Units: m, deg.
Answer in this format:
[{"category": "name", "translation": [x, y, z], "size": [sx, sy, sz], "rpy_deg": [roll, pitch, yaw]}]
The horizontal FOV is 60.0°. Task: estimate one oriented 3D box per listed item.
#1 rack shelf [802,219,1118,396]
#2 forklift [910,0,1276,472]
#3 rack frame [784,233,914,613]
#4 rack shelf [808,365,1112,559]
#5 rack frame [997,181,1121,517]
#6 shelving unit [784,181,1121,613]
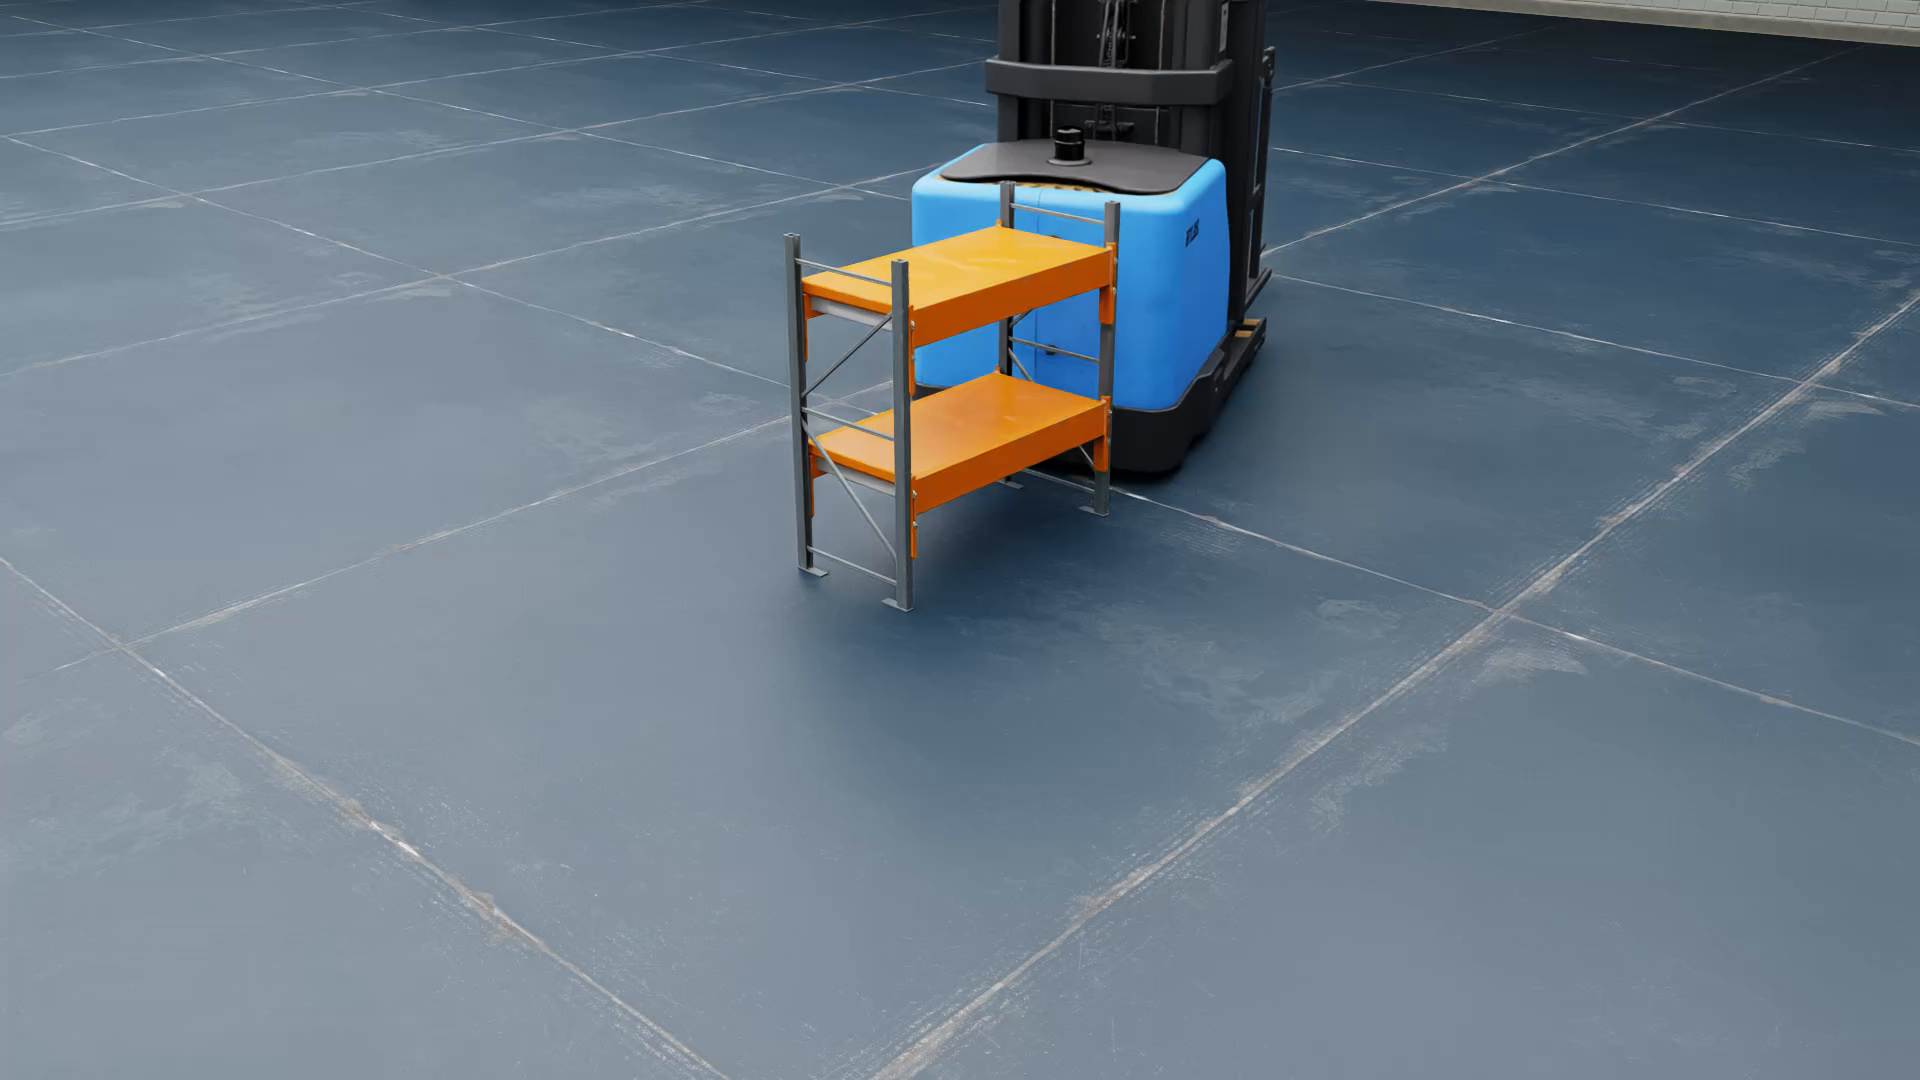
[{"category": "rack shelf", "translation": [-0.005, -0.778, 5.396], "size": [0.538, 0.278, 1.000], "rpy_deg": [20, 31, 38]}, {"category": "forklift", "translation": [0.775, -2.164, 6.994], "size": [1.130, 2.935, 3.031], "rpy_deg": [8, 25, 18]}, {"category": "rack frame", "translation": [-0.344, -0.356, 5.170], "size": [0.500, 1.125, 0.032], "rpy_deg": [20, 31, 38]}, {"category": "rack shelf", "translation": [-0.005, -0.288, 5.615], "size": [0.538, 0.278, 1.000], "rpy_deg": [20, 31, 38]}, {"category": "rack frame", "translation": [0.335, -0.666, 5.861], "size": [0.500, 1.125, 0.032], "rpy_deg": [20, 31, 38]}, {"category": "shelving unit", "translation": [-0.005, -0.511, 5.515], "size": [0.538, 1.125, 1.048], "rpy_deg": [20, 31, 38]}]
